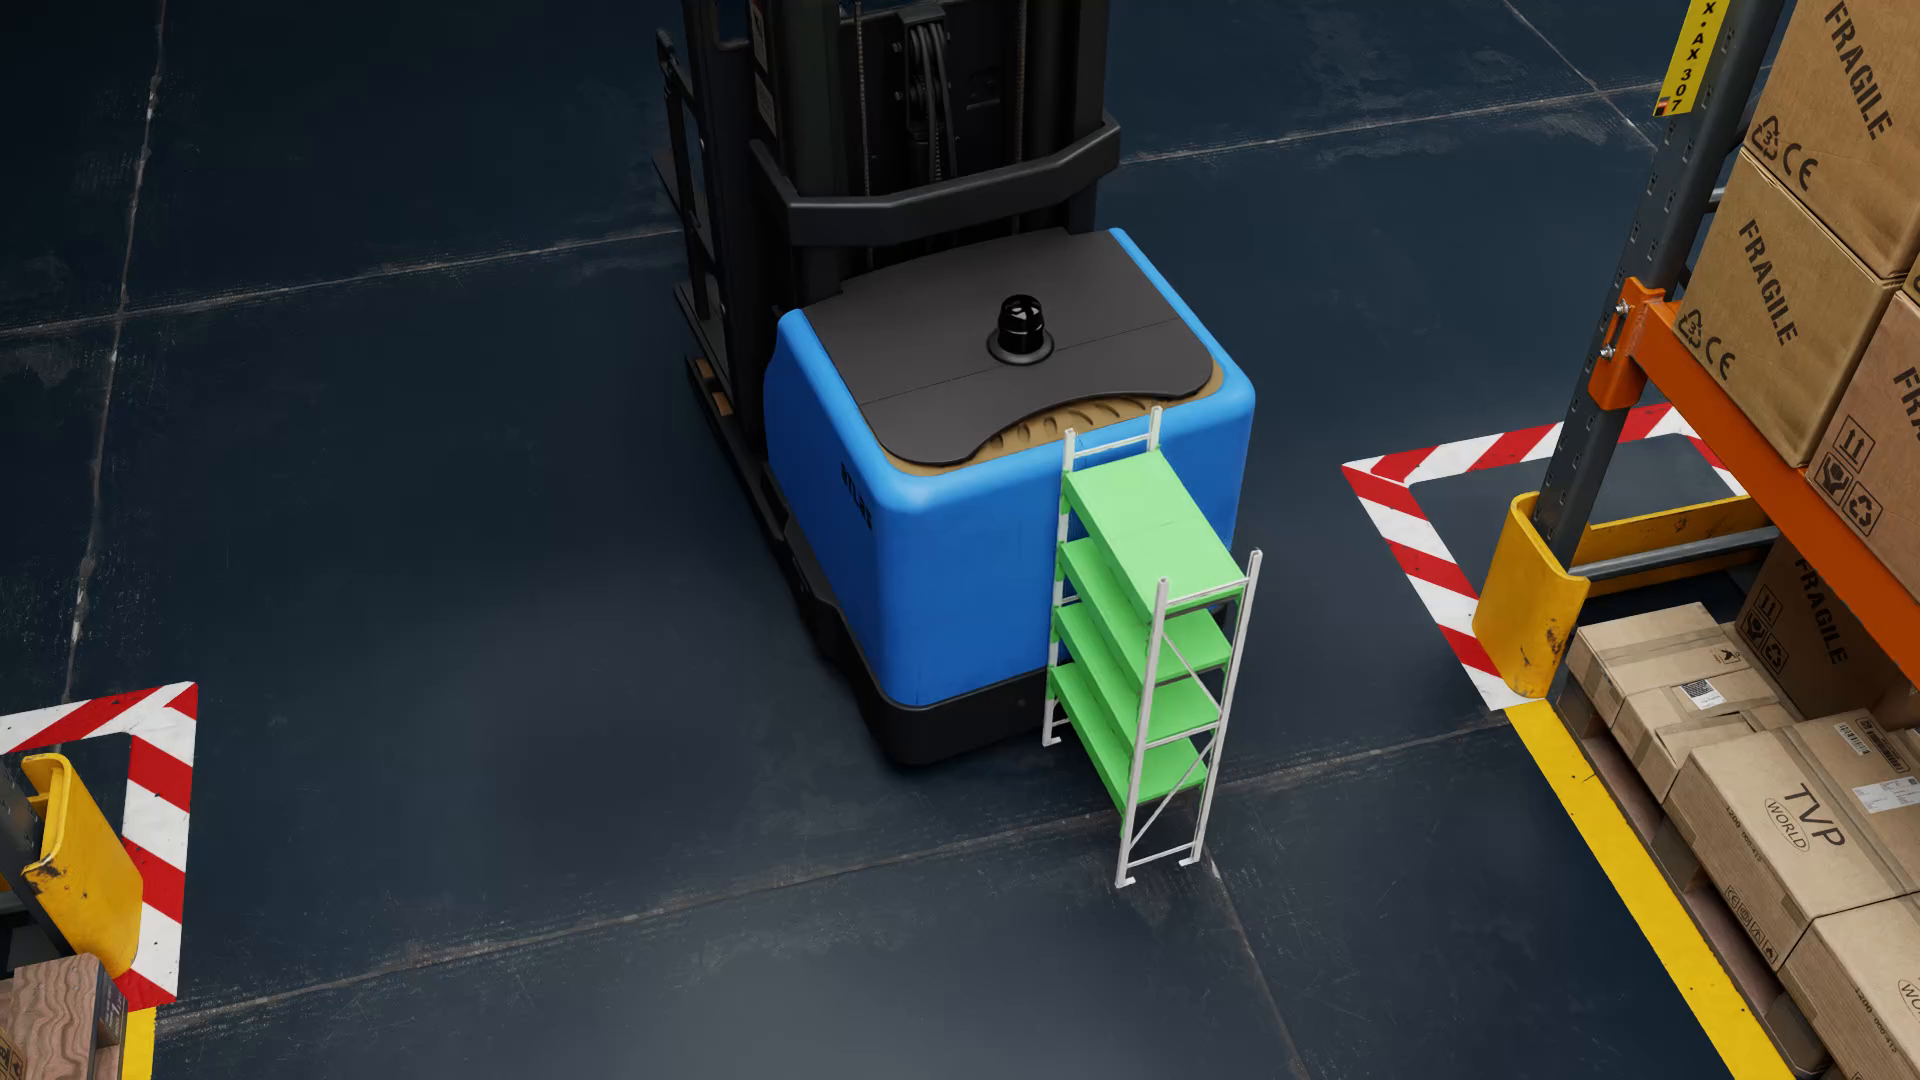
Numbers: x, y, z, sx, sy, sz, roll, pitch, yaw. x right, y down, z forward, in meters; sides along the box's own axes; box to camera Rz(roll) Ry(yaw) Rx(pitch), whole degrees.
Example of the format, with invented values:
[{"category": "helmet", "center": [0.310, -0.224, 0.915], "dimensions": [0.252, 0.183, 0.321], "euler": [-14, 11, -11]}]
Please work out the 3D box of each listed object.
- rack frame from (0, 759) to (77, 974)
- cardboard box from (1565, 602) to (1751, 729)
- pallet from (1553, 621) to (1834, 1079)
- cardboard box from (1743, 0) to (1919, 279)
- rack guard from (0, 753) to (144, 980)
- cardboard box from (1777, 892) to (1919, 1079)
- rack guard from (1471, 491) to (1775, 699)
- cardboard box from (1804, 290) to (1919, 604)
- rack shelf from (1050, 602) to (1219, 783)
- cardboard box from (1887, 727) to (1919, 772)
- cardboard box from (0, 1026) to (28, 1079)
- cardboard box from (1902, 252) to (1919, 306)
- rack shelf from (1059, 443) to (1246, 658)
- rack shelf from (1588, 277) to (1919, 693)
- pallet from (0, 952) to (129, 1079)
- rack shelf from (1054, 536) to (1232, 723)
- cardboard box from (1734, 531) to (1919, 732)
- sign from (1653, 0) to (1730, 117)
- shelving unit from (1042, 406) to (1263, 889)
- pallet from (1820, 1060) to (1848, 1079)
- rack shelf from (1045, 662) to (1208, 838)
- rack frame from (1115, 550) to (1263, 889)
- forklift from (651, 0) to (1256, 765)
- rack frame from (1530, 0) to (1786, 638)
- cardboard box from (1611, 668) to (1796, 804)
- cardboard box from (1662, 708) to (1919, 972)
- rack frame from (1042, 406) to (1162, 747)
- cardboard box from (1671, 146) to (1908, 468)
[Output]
[{"category": "rack frame", "center": [-2.676, 0.050, 3.101], "dimensions": [1.000, 3.000, 0.127], "euler": [-11, 47, -10]}, {"category": "cardboard box", "center": [1.886, 0.337, 4.507], "dimensions": [0.380, 0.149, 0.250], "euler": [-11, 47, -10]}, {"category": "pallet", "center": [2.336, 0.720, 4.397], "dimensions": [1.003, 0.211, 1.213], "euler": [-11, 47, -10]}, {"category": "cardboard box", "center": [1.970, -0.889, 3.251], "dimensions": [0.500, 0.500, 0.500], "euler": [-9, 46, -9]}, {"category": "rack guard", "center": [-2.682, 0.908, 4.010], "dimensions": [1.175, 0.500, 0.348], "euler": [-11, 47, -10]}, {"category": "cardboard box", "center": [2.232, 1.067, 3.721], "dimensions": [0.500, 0.250, 0.500], "euler": [-11, 47, -10]}, {"category": "rack guard", "center": [2.131, 0.069, 4.833], "dimensions": [1.175, 0.500, 0.348], "euler": [-11, 47, -10]}, {"category": "cardboard box", "center": [2.107, -0.184, 3.260], "dimensions": [0.500, 0.500, 0.500], "euler": [-11, 47, -11]}, {"category": "rack shelf", "center": [0.437, 0.344, 4.154], "dimensions": [0.258, 0.148, 0.480], "euler": [-15, 49, -15]}, {"category": "cardboard box", "center": [2.505, 0.605, 4.232], "dimensions": [0.380, 0.166, 0.250], "euler": [-11, 47, -10]}, {"category": "cardboard box", "center": [-2.400, 1.243, 3.388], "dimensions": [0.700, 0.500, 0.500], "euler": [-11, 47, -10]}, {"category": "cardboard box", "center": [2.111, -0.530, 2.899], "dimensions": [0.500, 0.500, 0.500], "euler": [-10, 46, -10]}, {"category": "rack shelf", "center": [0.441, 0.016, 3.804], "dimensions": [0.258, 0.148, 0.480], "euler": [-15, 49, -15]}, {"category": "rack shelf", "center": [2.623, 0.774, 2.895], "dimensions": [1.077, 0.370, 4.000], "euler": [-11, 47, -10]}, {"category": "pallet", "center": [-2.396, 1.563, 3.570], "dimensions": [1.003, 0.211, 1.213], "euler": [-11, 47, -10]}, {"category": "rack shelf", "center": [0.439, 0.180, 3.979], "dimensions": [0.258, 0.148, 0.480], "euler": [-15, 49, -15]}, {"category": "cardboard box", "center": [2.489, 0.193, 4.403], "dimensions": [0.500, 0.500, 0.500], "euler": [-11, 47, -10]}, {"category": "sign", "center": [1.587, -1.062, 3.585], "dimensions": [0.100, 0.325, 0.005], "euler": [-11, 47, -10]}, {"category": "shelving unit", "center": [0.437, 0.300, 4.108], "dimensions": [0.258, 1.200, 0.503], "euler": [-15, 49, -15]}, {"category": "pallet", "center": [2.645, 1.561, 3.573], "dimensions": [1.003, 0.211, 1.213], "euler": [-11, 47, -10]}, {"category": "rack shelf", "center": [0.435, 0.509, 4.329], "dimensions": [0.258, 0.148, 0.480], "euler": [-15, 49, -15]}, {"category": "rack frame", "center": [0.525, 0.467, 3.952], "dimensions": [0.240, 1.200, 0.015], "euler": [-15, 49, -15]}, {"category": "forklift", "center": [-0.286, -1.477, 4.645], "dimensions": [1.130, 2.935, 3.031], "euler": [-17, 48, -16]}, {"category": "rack frame", "center": [2.111, -0.859, 3.991], "dimensions": [1.000, 3.000, 0.127], "euler": [-11, 47, -10]}, {"category": "cardboard box", "center": [1.950, 0.504, 4.332], "dimensions": [0.380, 0.166, 0.250], "euler": [-11, 47, -10]}, {"category": "cardboard box", "center": [2.104, 0.722, 4.059], "dimensions": [0.500, 0.250, 0.500], "euler": [-11, 47, -10]}, {"category": "rack frame", "center": [0.349, 0.134, 4.263], "dimensions": [0.240, 1.200, 0.015], "euler": [-15, 49, -15]}, {"category": "cardboard box", "center": [1.970, -0.539, 3.608], "dimensions": [0.500, 0.500, 0.500], "euler": [-10, 46, -9]}]
